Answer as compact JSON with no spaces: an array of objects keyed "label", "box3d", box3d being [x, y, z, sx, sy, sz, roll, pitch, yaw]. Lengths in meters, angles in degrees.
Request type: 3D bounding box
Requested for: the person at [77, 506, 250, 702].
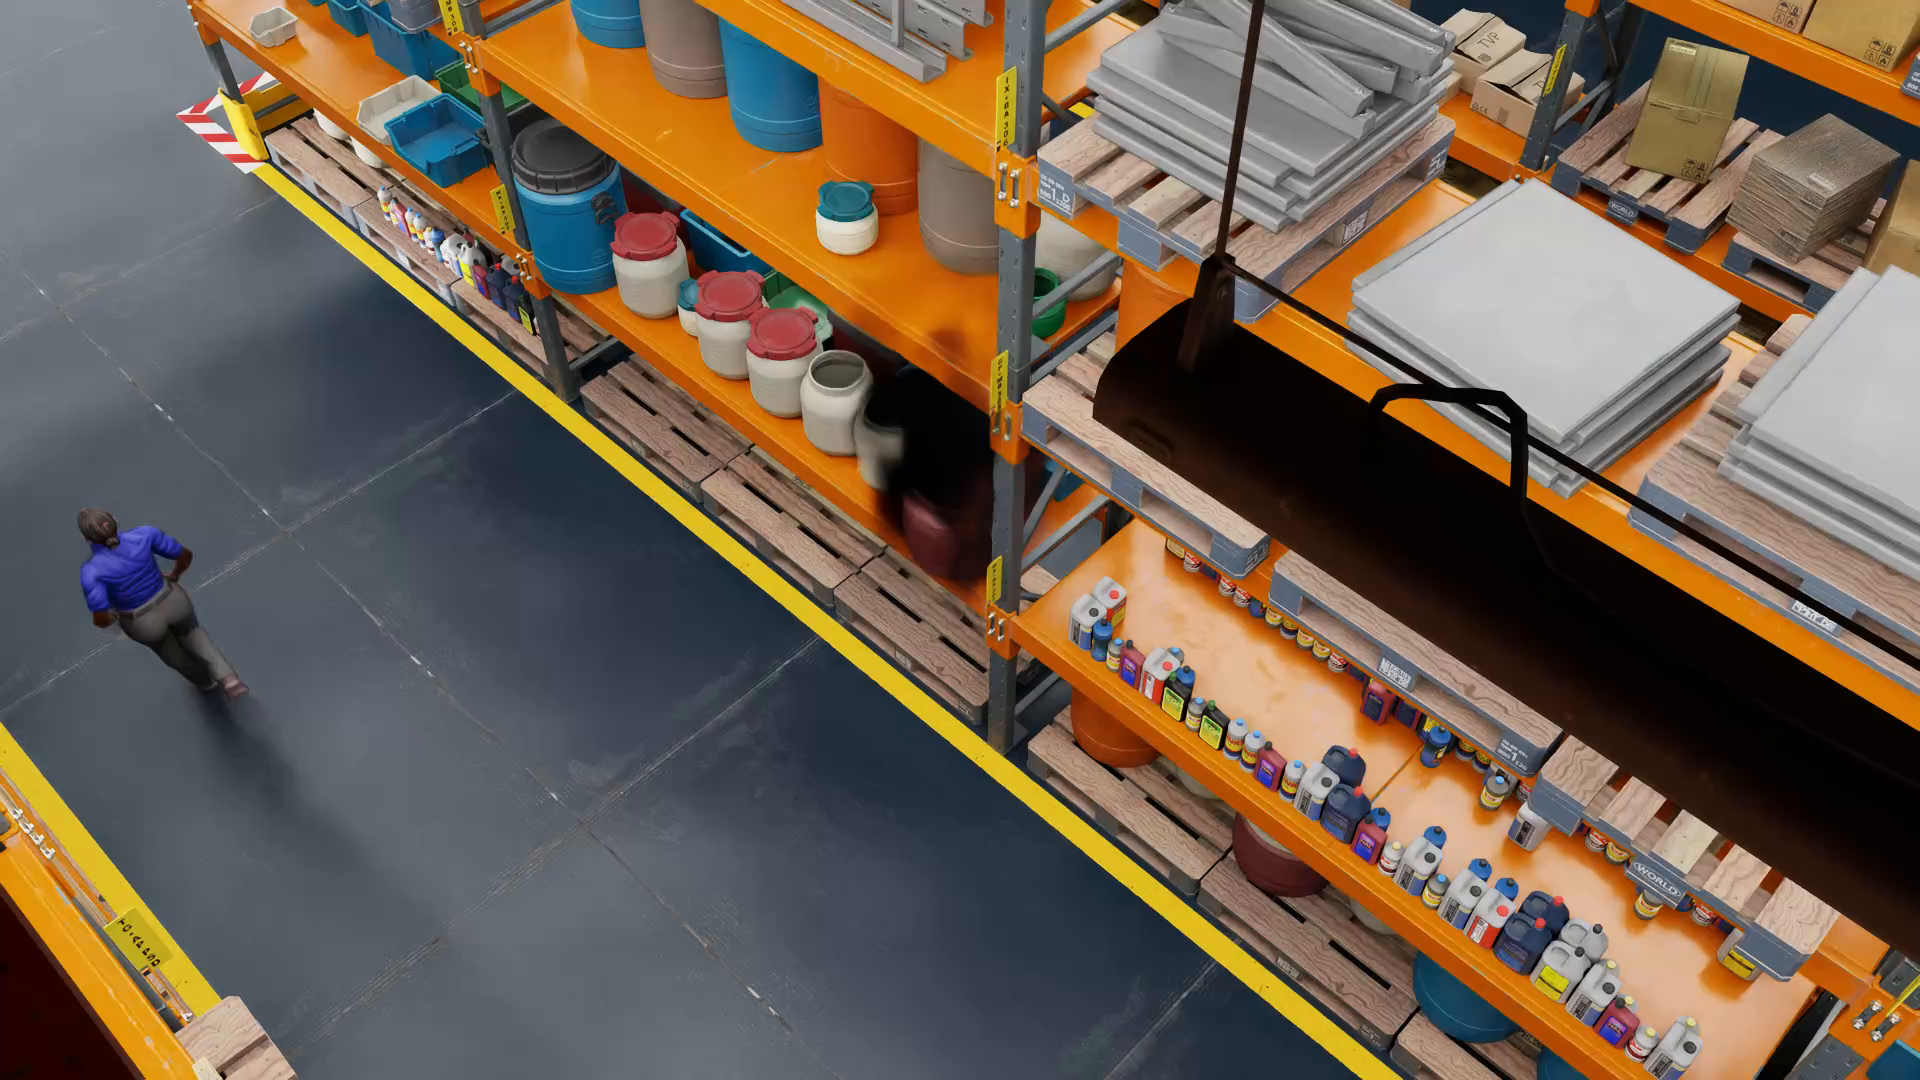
[{"label":"person","box3d":[-4.302,0.417,8.945,0.671,1.626,0.598,30,56,23]}]
